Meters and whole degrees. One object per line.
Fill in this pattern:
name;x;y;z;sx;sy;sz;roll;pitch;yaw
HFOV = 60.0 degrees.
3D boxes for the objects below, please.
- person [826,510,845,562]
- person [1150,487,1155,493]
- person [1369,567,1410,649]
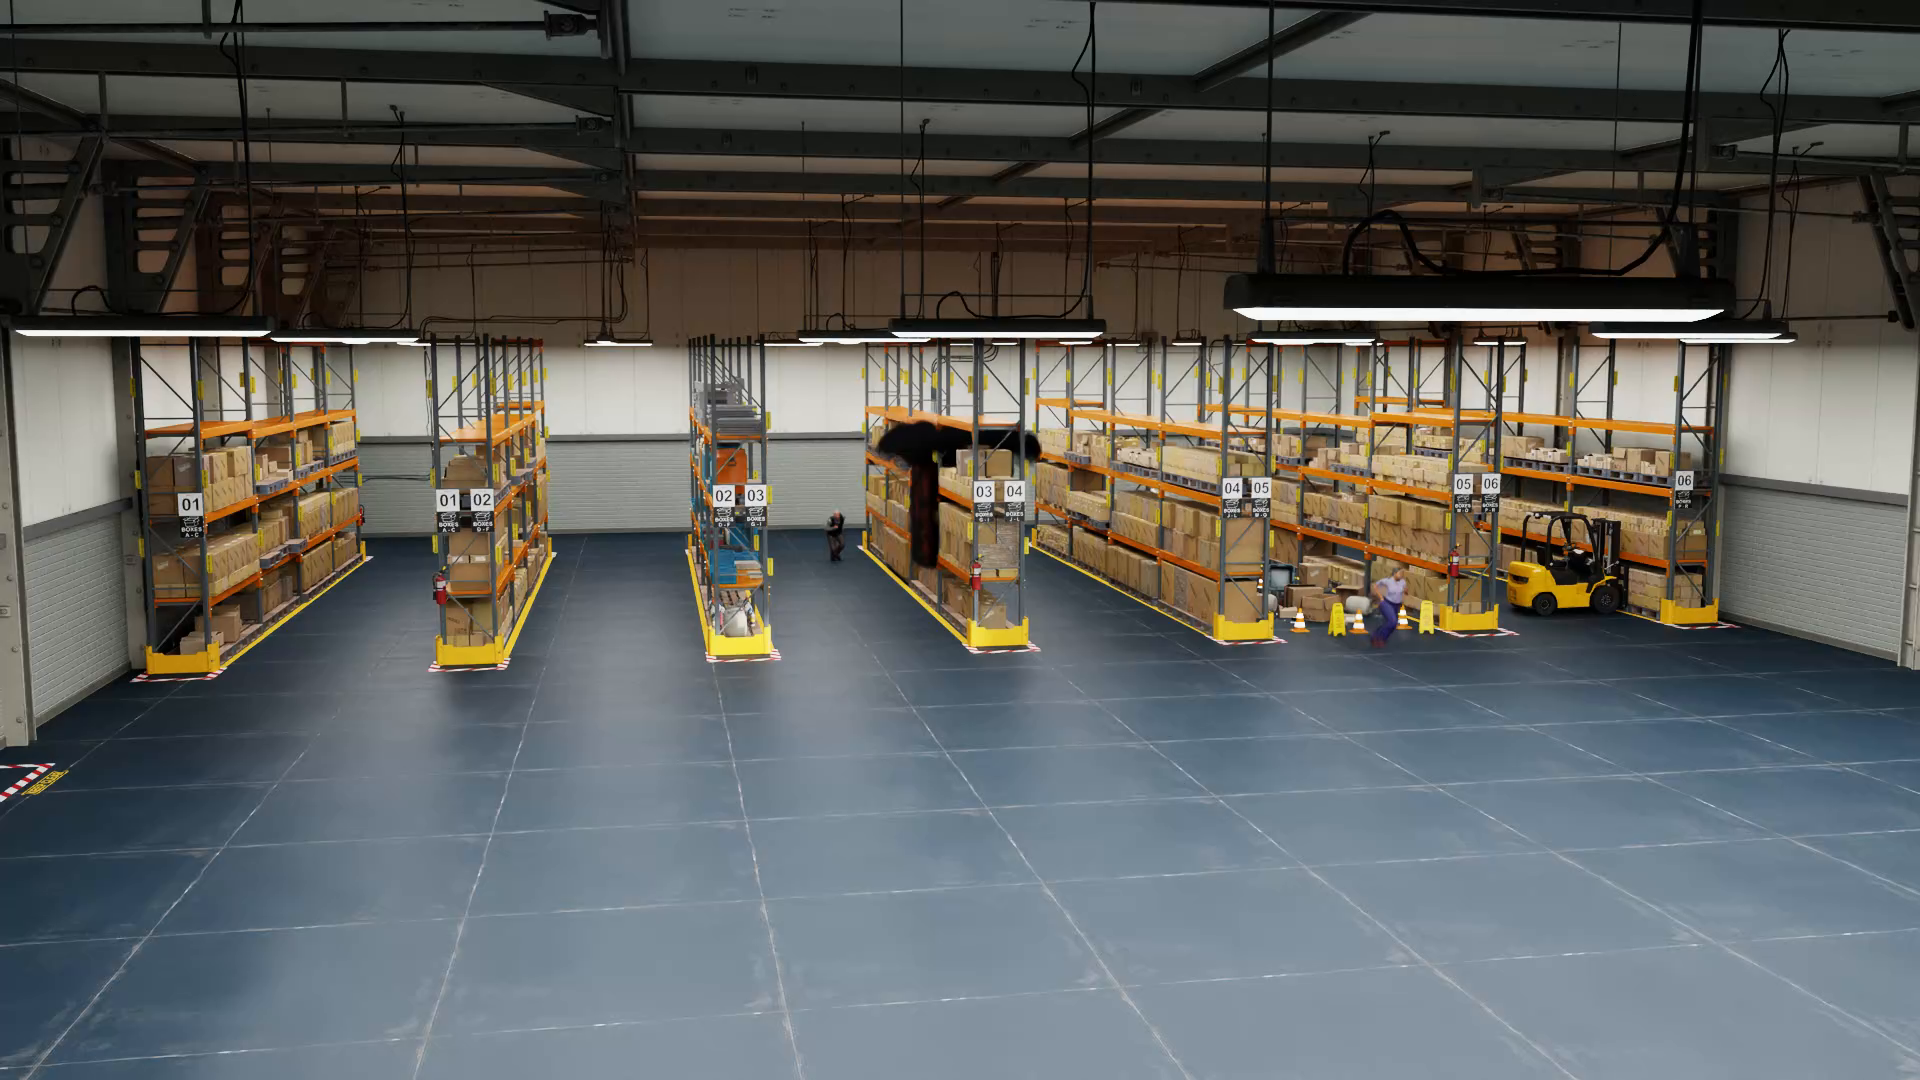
person;-3.340;-0.119;44.662;0.650;1.455;1.022;-3;7;-24
person;5.765;-0.980;50.987;0.731;1.811;0.638;-2;7;-18
person;8.267;1.291;31.907;0.555;1.586;0.789;-5;8;-37
